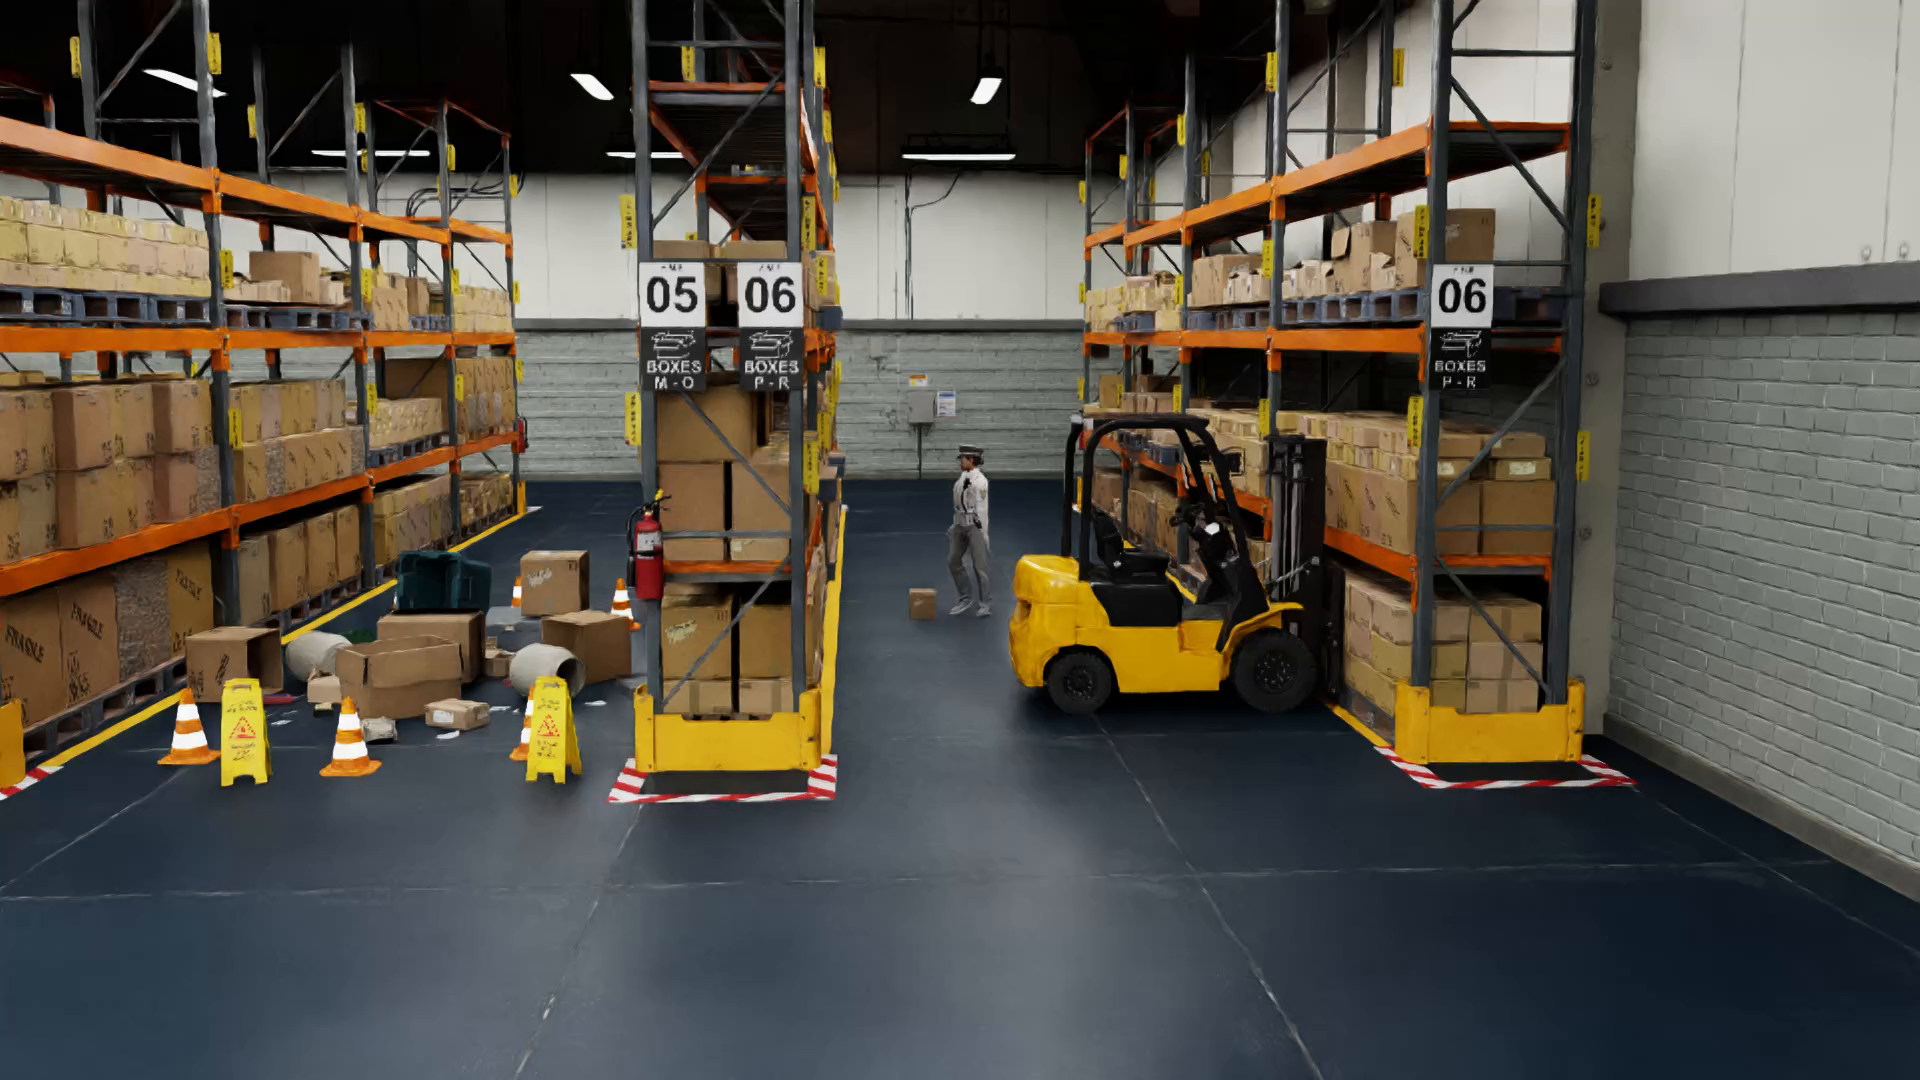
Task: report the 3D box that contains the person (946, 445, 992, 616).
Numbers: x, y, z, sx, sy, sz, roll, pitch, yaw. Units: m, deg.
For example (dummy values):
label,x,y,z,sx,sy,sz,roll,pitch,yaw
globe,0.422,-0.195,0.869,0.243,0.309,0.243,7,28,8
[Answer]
label,x,y,z,sx,sy,sz,roll,pitch,yaw
person,0.091,-0.095,16.367,0.375,1.695,0.553,-4,8,-30
